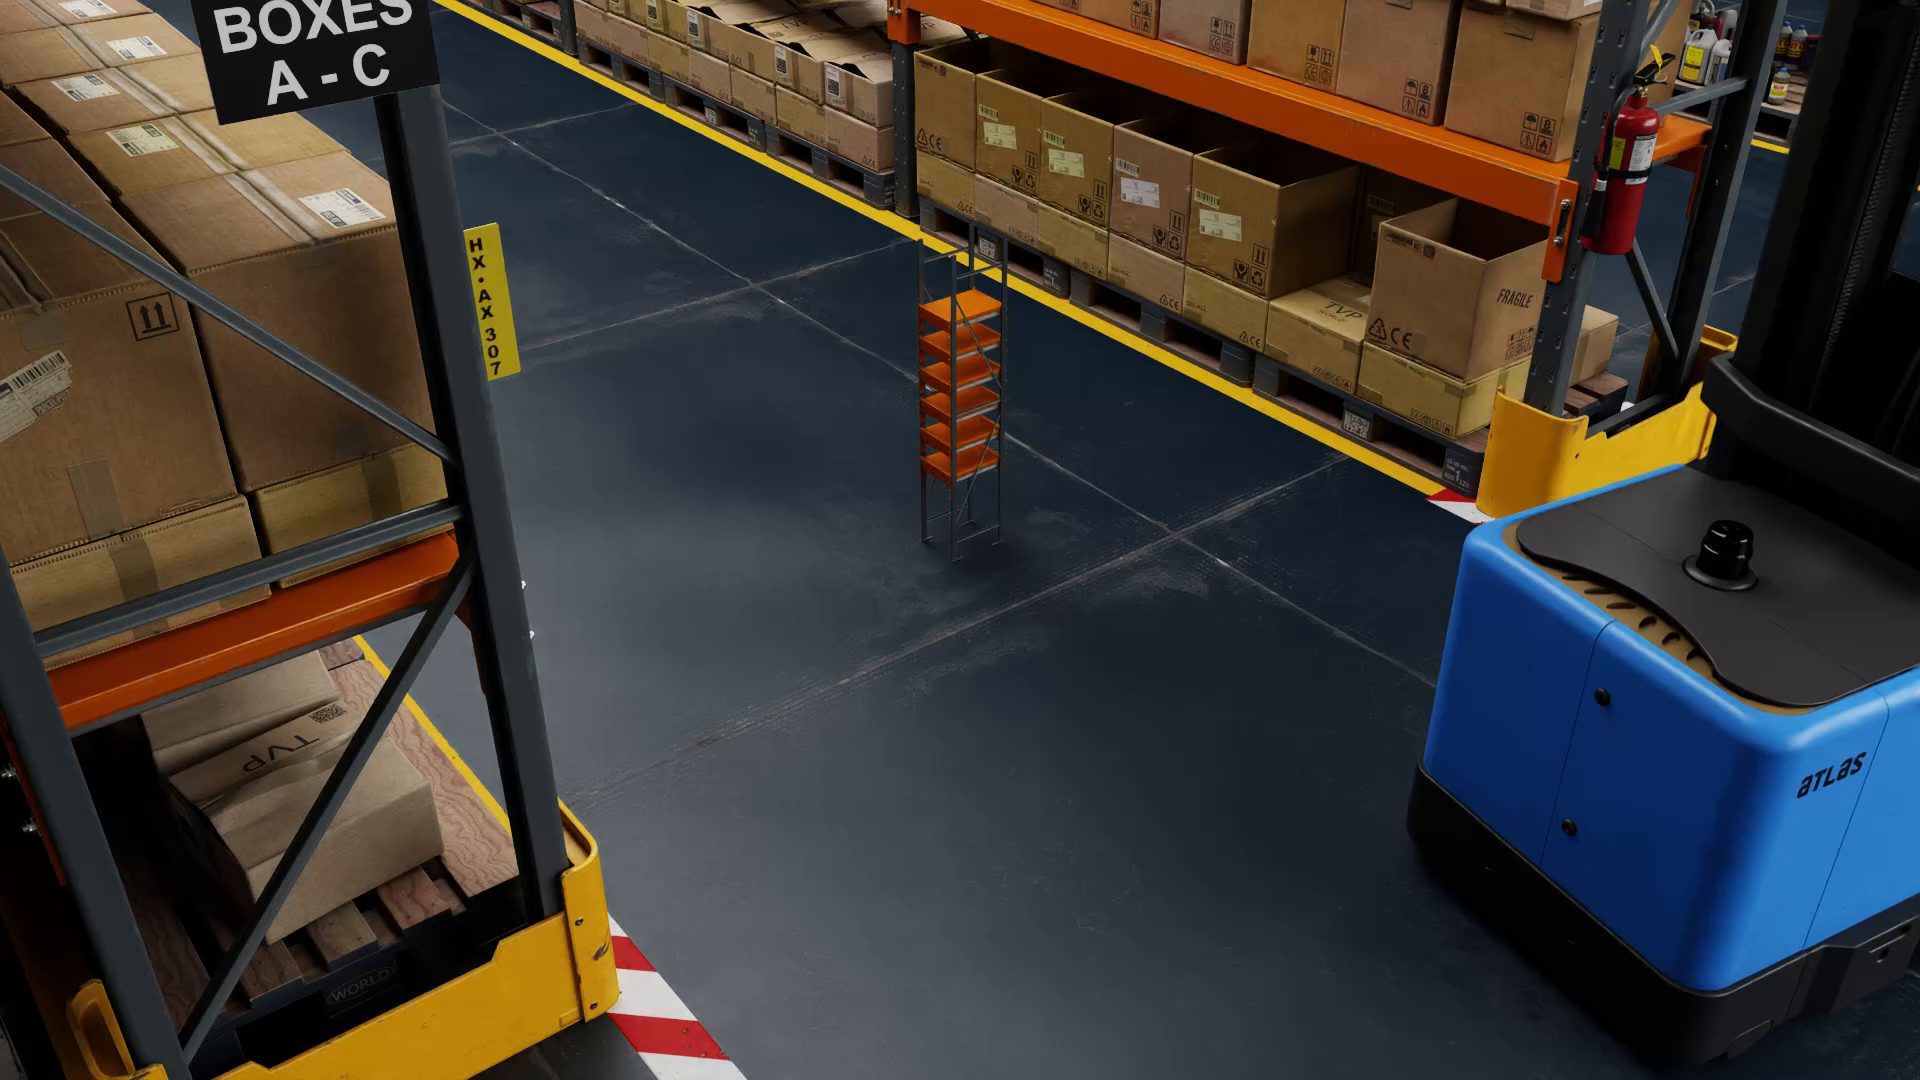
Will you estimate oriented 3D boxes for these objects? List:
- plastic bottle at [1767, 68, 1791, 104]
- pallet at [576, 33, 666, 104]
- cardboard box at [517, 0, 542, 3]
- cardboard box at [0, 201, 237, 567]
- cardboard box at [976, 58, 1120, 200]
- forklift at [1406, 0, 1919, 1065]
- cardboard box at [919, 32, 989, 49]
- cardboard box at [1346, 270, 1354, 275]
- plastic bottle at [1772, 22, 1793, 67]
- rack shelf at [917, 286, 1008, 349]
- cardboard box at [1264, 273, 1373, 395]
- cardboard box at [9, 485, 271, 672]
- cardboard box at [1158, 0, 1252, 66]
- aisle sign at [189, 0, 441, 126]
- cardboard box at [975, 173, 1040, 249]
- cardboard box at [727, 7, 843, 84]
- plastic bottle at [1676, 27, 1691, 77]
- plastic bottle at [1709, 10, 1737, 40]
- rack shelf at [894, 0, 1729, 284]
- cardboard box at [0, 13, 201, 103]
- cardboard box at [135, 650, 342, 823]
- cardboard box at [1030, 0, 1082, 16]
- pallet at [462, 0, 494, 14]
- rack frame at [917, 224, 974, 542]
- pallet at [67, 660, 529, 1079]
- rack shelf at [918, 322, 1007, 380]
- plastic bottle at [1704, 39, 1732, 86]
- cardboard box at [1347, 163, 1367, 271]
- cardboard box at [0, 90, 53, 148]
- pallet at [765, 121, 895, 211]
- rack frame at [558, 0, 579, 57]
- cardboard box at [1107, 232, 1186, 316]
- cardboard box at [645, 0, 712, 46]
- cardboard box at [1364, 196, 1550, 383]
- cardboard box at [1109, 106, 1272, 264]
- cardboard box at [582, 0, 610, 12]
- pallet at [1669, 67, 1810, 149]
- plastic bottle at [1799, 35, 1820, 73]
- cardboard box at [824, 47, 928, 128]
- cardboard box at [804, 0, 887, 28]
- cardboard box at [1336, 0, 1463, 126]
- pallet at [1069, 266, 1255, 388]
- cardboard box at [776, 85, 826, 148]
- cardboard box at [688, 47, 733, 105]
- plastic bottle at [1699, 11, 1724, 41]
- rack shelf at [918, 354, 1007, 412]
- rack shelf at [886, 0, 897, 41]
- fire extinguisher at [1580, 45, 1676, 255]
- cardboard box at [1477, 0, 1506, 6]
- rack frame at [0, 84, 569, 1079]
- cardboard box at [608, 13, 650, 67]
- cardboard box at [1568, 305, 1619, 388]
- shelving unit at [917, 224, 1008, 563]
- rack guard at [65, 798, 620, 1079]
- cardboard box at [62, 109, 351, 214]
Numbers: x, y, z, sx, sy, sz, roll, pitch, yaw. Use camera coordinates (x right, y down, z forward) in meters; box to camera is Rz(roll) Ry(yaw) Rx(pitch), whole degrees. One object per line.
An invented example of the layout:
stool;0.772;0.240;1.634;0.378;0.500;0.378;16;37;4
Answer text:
plastic bottle;4.971;-2.757;10.081;0.097;0.201;0.097;0;32;0
pallet;-1.904;-3.328;11.409;1.003;0.211;1.213;-22;38;-31
cardboard box;-3.137;-4.307;12.294;0.500;0.500;0.500;-21;37;-30
cardboard box;-1.840;-0.321;3.336;0.500;0.500;0.500;-23;38;-32
cardboard box;0.425;-2.030;8.173;0.500;0.500;0.500;-22;38;-31
forklift;2.830;-0.498;4.273;3.031;2.935;1.130;-15;35;-23
cardboard box;0.019;-2.703;9.435;0.500;0.311;0.500;-22;38;-31
cardboard box;1.759;-1.256;7.637;0.500;0.250;0.500;-22;38;-31
plastic bottle;5.306;-3.204;10.735;0.097;0.271;0.097;0;32;0
rack shelf;0.009;-0.772;5.757;0.258;0.103;0.180;-22;38;-31
cardboard box;1.650;-0.877;7.027;0.500;0.250;0.500;-22;38;-31
cardboard box;-1.822;-0.007;3.541;0.500;0.250;0.500;-22;38;-31
cardboard box;1.300;-2.420;7.208;0.700;0.500;0.500;-21;38;-30
aisle sign;-1.101;-1.102;2.717;0.394;0.787;0.004;-22;38;-31
cardboard box;0.423;-1.710;8.369;0.500;0.250;0.500;-22;38;-31
cardboard box;-1.028;-2.950;9.833;0.500;0.311;0.500;-22;38;-32
plastic bottle;4.534;-3.138;10.552;0.144;0.351;0.185;-23;38;-32
plastic bottle;5.025;-3.374;11.003;0.152;0.276;0.135;-22;38;-31
rack shelf;1.302;-2.062;7.409;1.077;0.370;4.000;-22;38;-31
cardboard box;-2.371;-1.128;4.635;0.500;0.500;0.500;-21;38;-30
cardboard box;-2.085;0.470;4.781;0.500;0.311;0.500;-19;37;-28
cardboard box;0.681;-2.843;7.890;0.700;0.500;0.500;-23;38;-32
pallet;-3.550;-4.515;13.320;1.003;0.211;1.213;-22;38;-31
rack frame;-0.047;-0.542;5.985;0.240;1.200;0.006;-22;38;-31
pallet;-1.899;0.873;4.645;1.003;0.211;1.213;-22;38;-31
rack shelf;0.009;-0.670;5.821;0.258;0.103;0.180;-22;38;-31
plastic bottle;4.753;-2.961;10.338;0.152;0.276;0.135;-23;39;-33
cardboard box;1.750;-1.571;7.433;0.500;0.500;0.500;-22;38;-31
cardboard box;-2.461;-0.748;4.024;0.500;0.500;0.500;-23;39;-33
pallet;-0.407;-2.311;9.771;1.003;0.211;1.213;-22;38;-31
rack frame;-2.378;-4.868;11.246;1.000;3.000;0.127;-22;38;-31
cardboard box;1.037;-1.294;7.698;0.500;0.250;0.500;-22;38;-31
cardboard box;-1.649;-3.374;10.516;0.500;0.311;0.500;-23;39;-33
cardboard box;1.964;-0.990;6.499;0.500;0.500;0.500;-22;38;-31
cardboard box;1.034;-1.611;7.499;0.500;0.500;0.500;-22;38;-31
cardboard box;-2.288;-3.804;11.208;0.500;0.311;0.500;-21;37;-30
pallet;5.121;-2.816;10.583;1.003;0.211;1.213;-22;38;-31
plastic bottle;5.453;-3.125;10.596;0.061;0.283;0.133;-22;38;-31
cardboard box;-0.400;-2.526;9.151;0.500;0.311;0.500;-22;38;-31
cardboard box;-0.603;-3.128;10.121;0.500;0.311;0.500;-24;39;-33
cardboard box;1.926;-1.993;6.521;0.700;0.500;0.500;-21;38;-30
pallet;1.282;-1.163;7.923;1.003;0.211;1.213;-22;38;-31
cardboard box;-0.717;-2.502;9.644;0.500;0.250;0.500;-23;39;-32
cardboard box;-1.342;-2.928;10.329;0.500;0.250;0.500;-21;38;-30
plastic bottle;4.941;-3.342;10.945;0.061;0.283;0.133;-22;38;-31
rack shelf;0.009;-0.568;5.884;0.258;0.103;0.180;-22;38;-31
rack shelf;-1.151;-3.729;10.093;1.077;0.370;4.000;-22;38;-31
fire extinguisher;2.234;-1.302;5.577;0.296;0.674;0.183;-22;38;-31
cardboard box;1.982;-2.059;6.012;0.380;0.149;0.250;-21;38;-30
rack frame;-1.383;0.070;3.294;1.000;3.000;0.127;-22;38;-31
cardboard box;-1.979;-3.356;11.019;0.500;0.250;0.500;-23;39;-33
cardboard box;2.375;-0.840;6.968;0.500;0.250;0.500;-22;38;-31
shelving unit;0.009;-0.504;5.924;0.258;1.200;0.189;-22;38;-31
rack guard;-1.429;1.100;4.005;1.175;0.500;0.348;-22;38;-31
cardboard box;-1.733;-0.699;3.945;0.500;0.500;0.500;-22;38;-31
